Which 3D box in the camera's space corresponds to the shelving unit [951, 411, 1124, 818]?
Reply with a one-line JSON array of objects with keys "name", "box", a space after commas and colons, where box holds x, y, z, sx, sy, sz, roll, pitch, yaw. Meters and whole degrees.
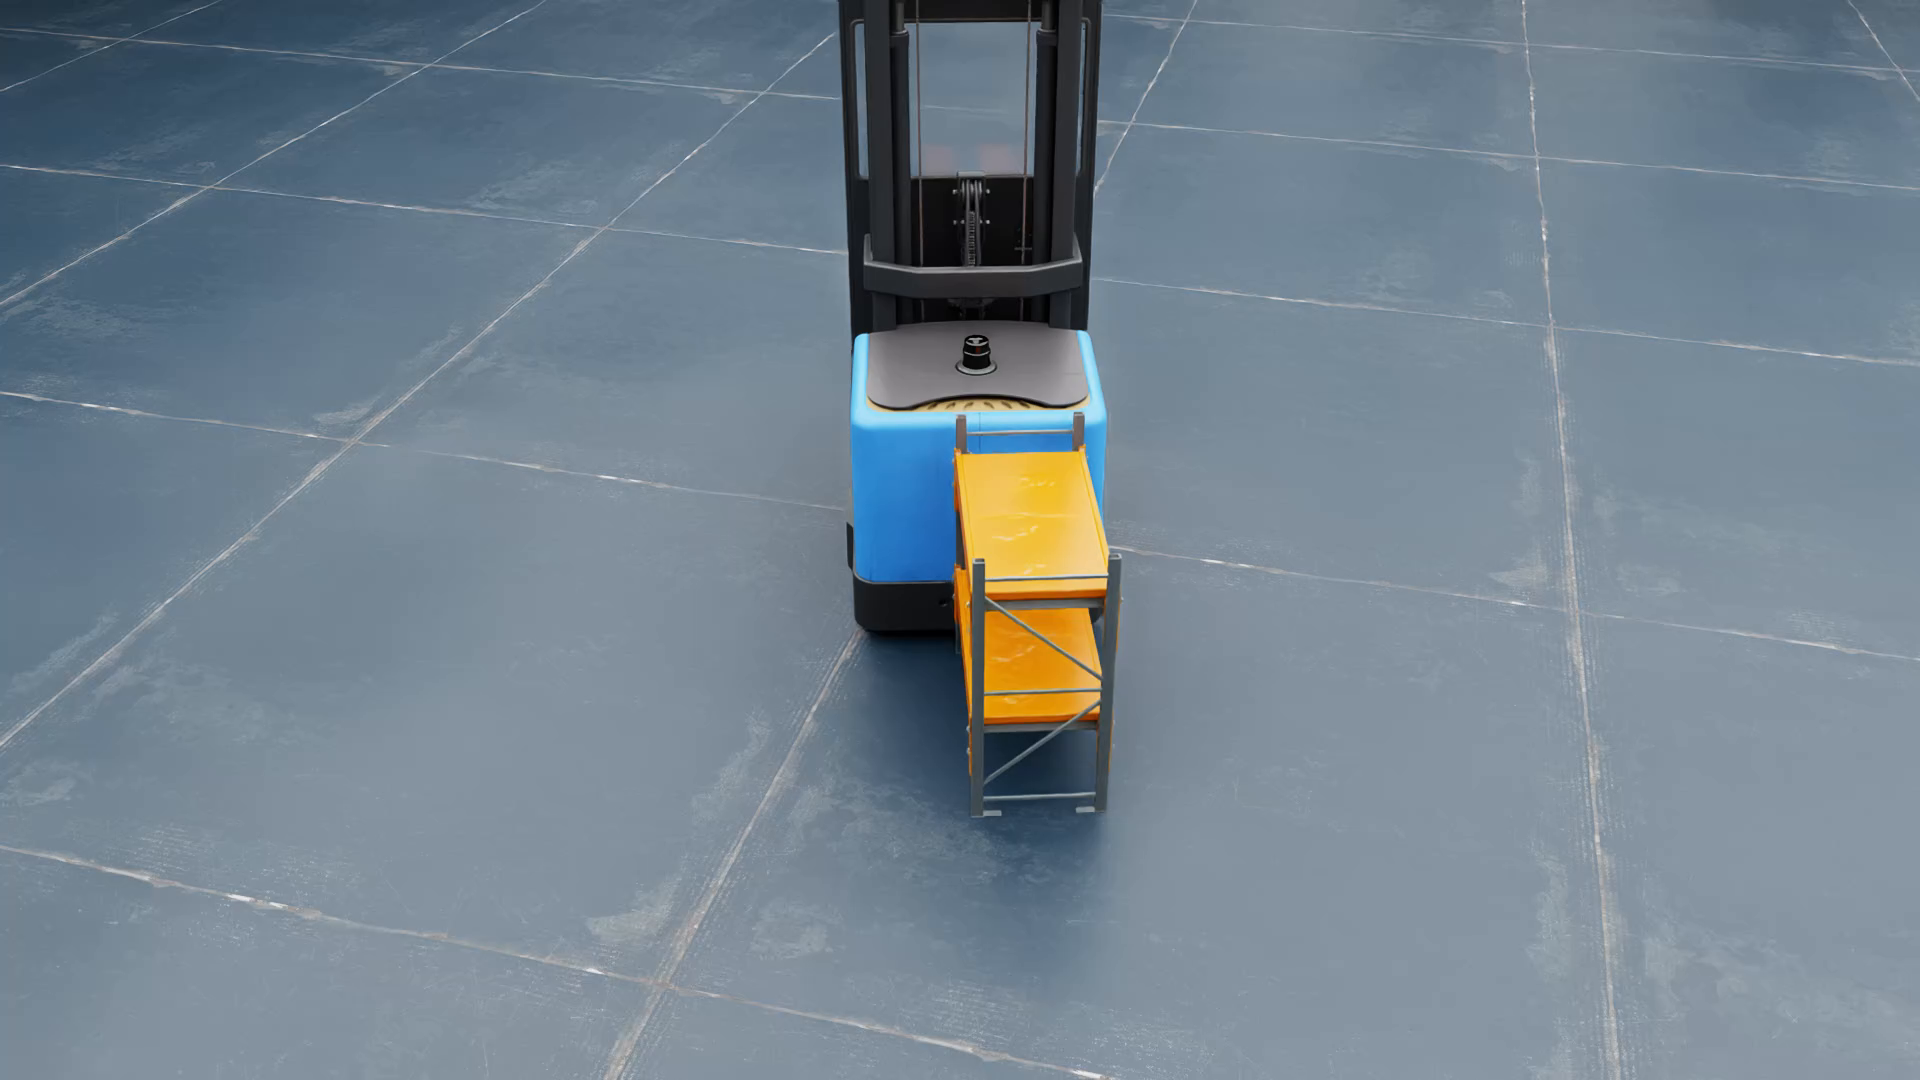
[{"name": "shelving unit", "box": [0.262, 0.264, 6.286, 0.538, 1.125, 1.048, -2, 32, -3]}]

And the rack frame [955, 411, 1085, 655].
[{"name": "rack frame", "box": [0.233, -0.008, 6.715, 0.500, 1.125, 0.032, -2, 32, -3]}]

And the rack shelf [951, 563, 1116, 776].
[{"name": "rack shelf", "box": [0.262, 0.470, 6.418, 0.538, 0.278, 1.000, -2, 32, -3]}]

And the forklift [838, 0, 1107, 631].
[{"name": "forklift", "box": [0.034, -1.612, 7.554, 1.130, 2.935, 3.031, -1, 32, -1]}]

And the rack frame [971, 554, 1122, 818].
[{"name": "rack frame", "box": [0.291, 0.536, 5.858, 0.500, 1.125, 0.032, -2, 32, -3]}]

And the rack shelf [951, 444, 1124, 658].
[{"name": "rack shelf", "box": [0.262, 0.017, 6.129, 0.538, 0.278, 1.000, -2, 32, -3]}]
